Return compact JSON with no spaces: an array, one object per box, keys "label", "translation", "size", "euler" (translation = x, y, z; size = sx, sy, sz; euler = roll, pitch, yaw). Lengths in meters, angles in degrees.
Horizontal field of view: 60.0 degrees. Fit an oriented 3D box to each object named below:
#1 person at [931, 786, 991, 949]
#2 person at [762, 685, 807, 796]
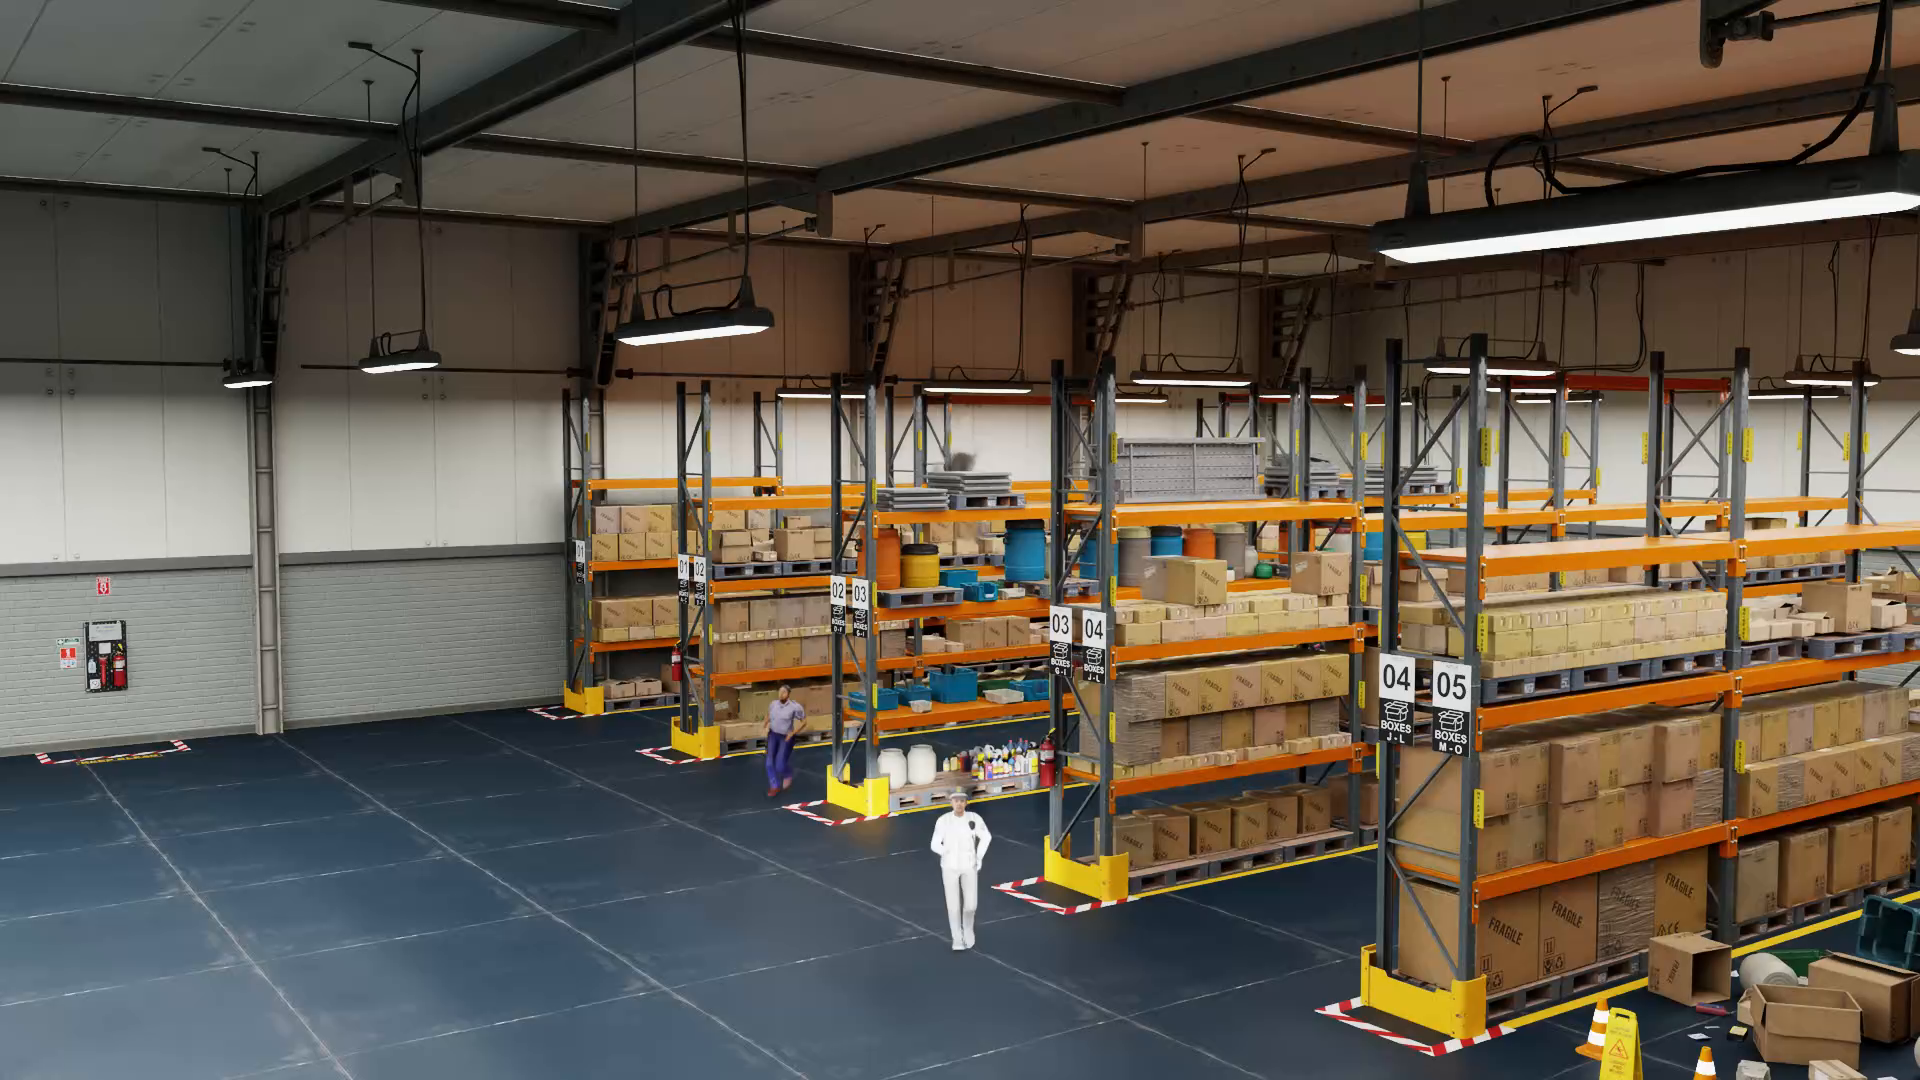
[{"label":"person","translation":[0.011,3.263,16.483],"size":[0.601,1.656,0.557],"euler":[0,4,0]},{"label":"person","translation":[-2.527,2.861,23.746],"size":[0.629,1.587,0.593],"euler":[2,4,24]}]
